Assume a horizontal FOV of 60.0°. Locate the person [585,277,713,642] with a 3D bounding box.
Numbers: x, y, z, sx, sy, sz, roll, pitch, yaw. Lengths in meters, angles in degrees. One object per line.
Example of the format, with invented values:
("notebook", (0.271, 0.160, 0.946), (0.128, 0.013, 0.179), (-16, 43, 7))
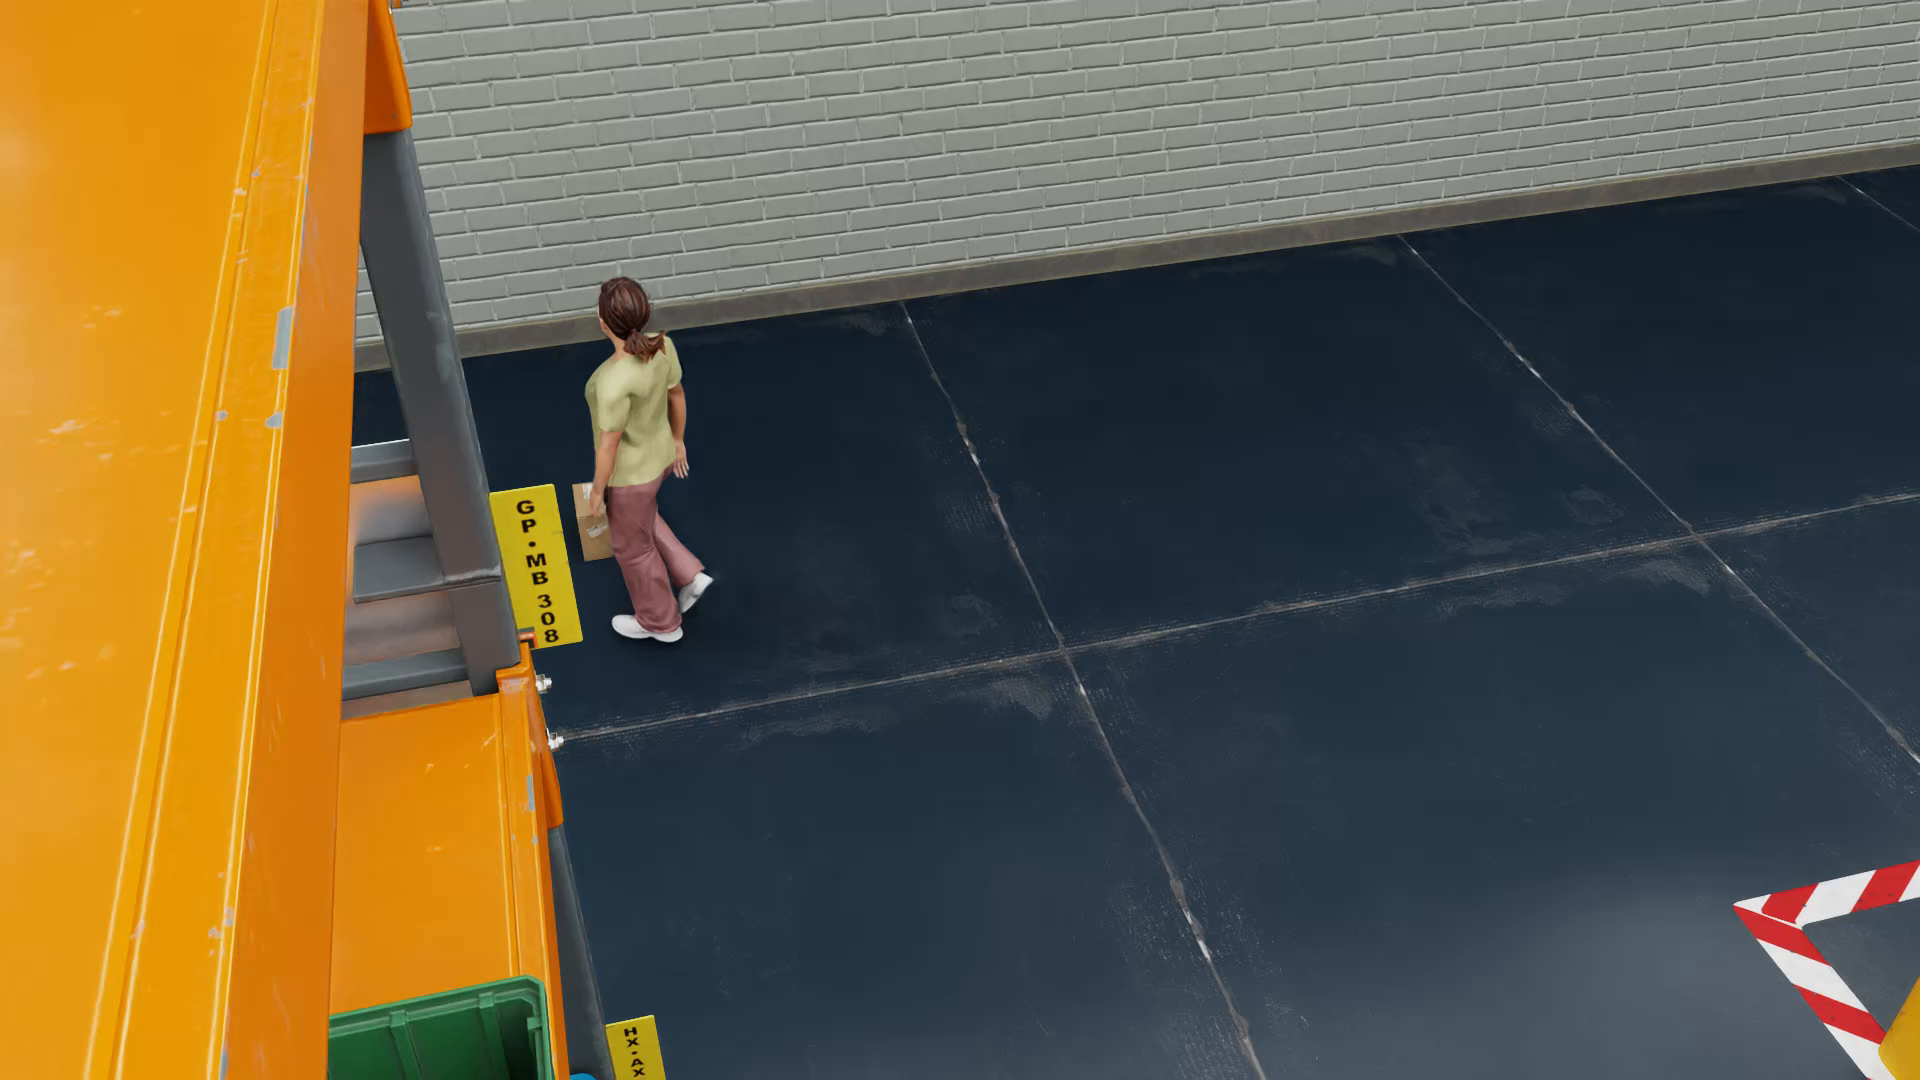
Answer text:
("person", (-1.275, -0.282, 6.482), (0.462, 1.663, 0.458), (11, 40, 14))
